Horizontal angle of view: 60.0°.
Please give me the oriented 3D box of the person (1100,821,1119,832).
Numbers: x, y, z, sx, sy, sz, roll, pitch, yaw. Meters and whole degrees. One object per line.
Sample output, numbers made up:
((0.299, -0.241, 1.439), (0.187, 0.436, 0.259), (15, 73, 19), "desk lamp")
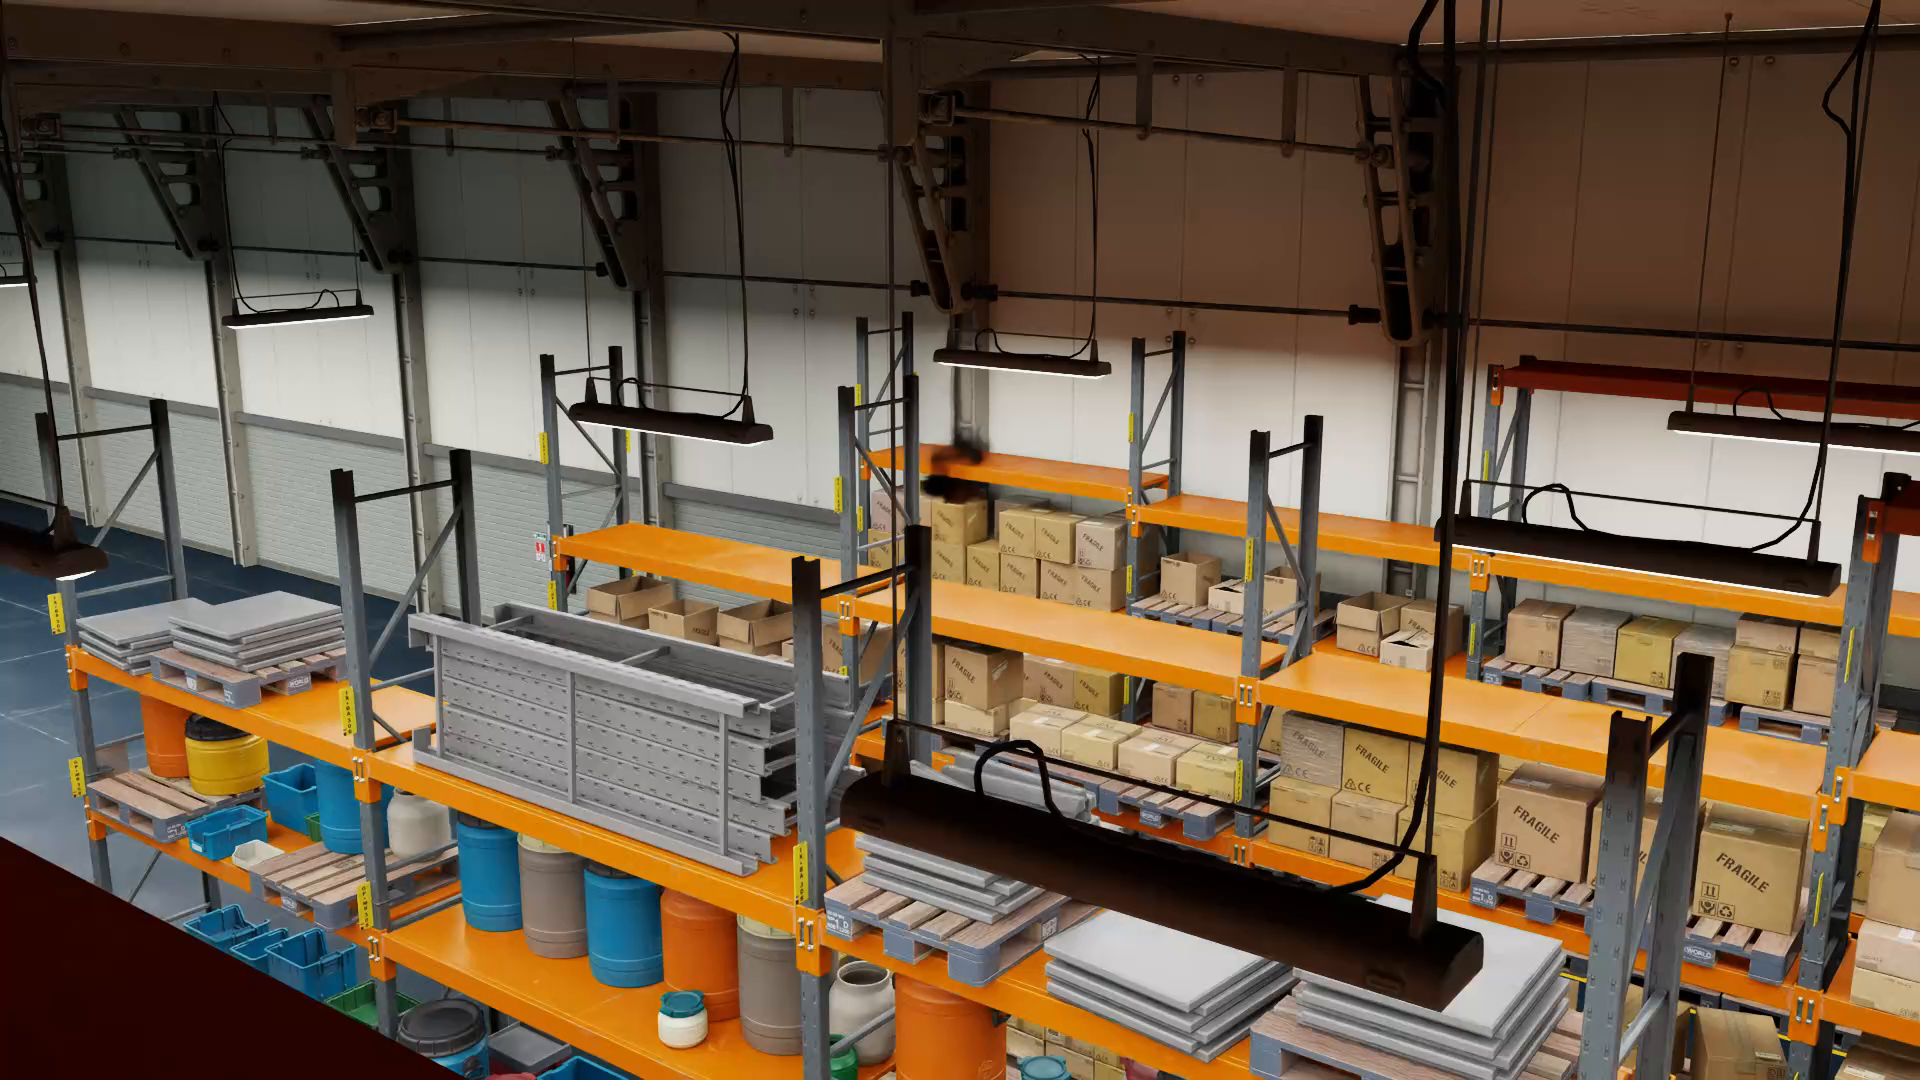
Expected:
((1.539, 3.253, 17.444), (0.709, 1.745, 0.734), (8, 15, 30), "person")
